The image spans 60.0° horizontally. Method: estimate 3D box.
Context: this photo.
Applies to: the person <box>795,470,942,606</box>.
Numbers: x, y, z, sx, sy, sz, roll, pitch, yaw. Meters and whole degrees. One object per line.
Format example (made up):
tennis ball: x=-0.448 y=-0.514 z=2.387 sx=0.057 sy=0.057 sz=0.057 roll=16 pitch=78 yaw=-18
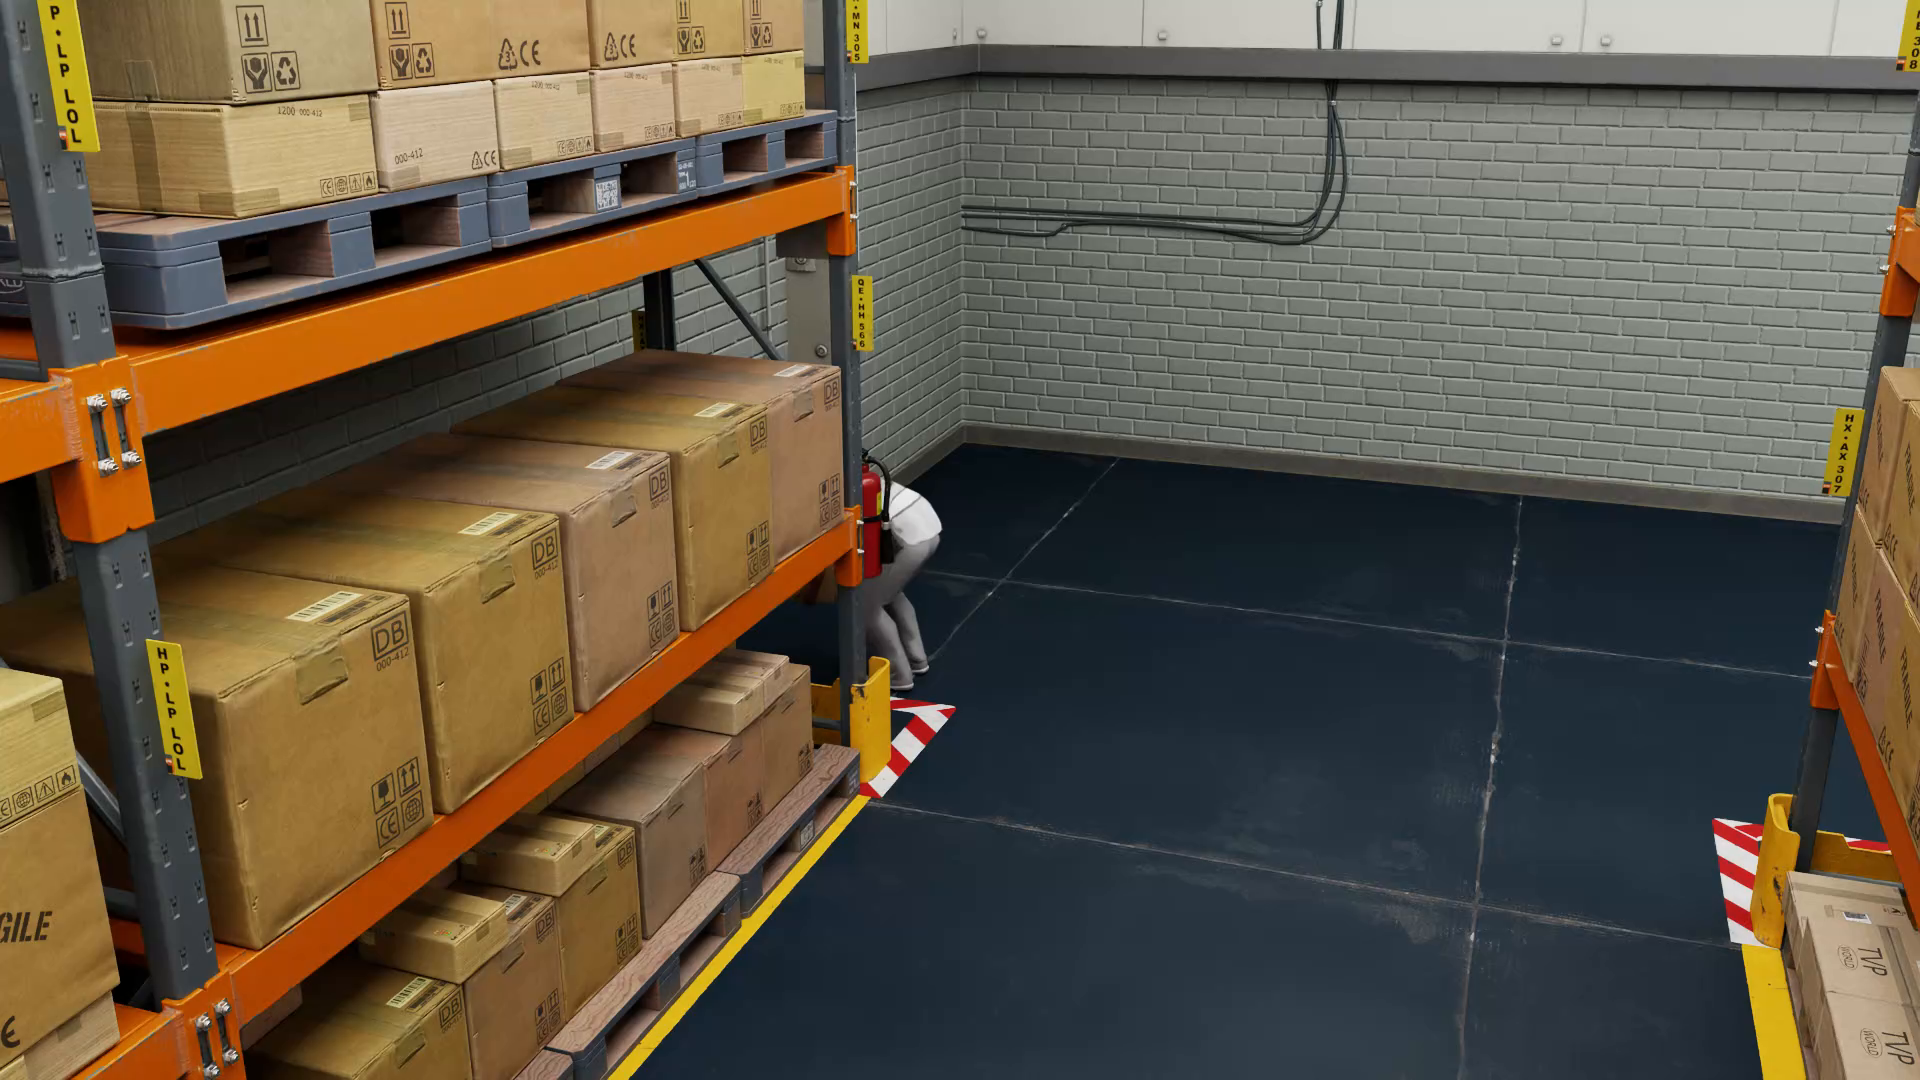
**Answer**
person: x=-0.519 y=-0.038 z=8.725 sx=0.844 sy=0.802 sz=0.411 roll=6 pitch=20 yaw=16
